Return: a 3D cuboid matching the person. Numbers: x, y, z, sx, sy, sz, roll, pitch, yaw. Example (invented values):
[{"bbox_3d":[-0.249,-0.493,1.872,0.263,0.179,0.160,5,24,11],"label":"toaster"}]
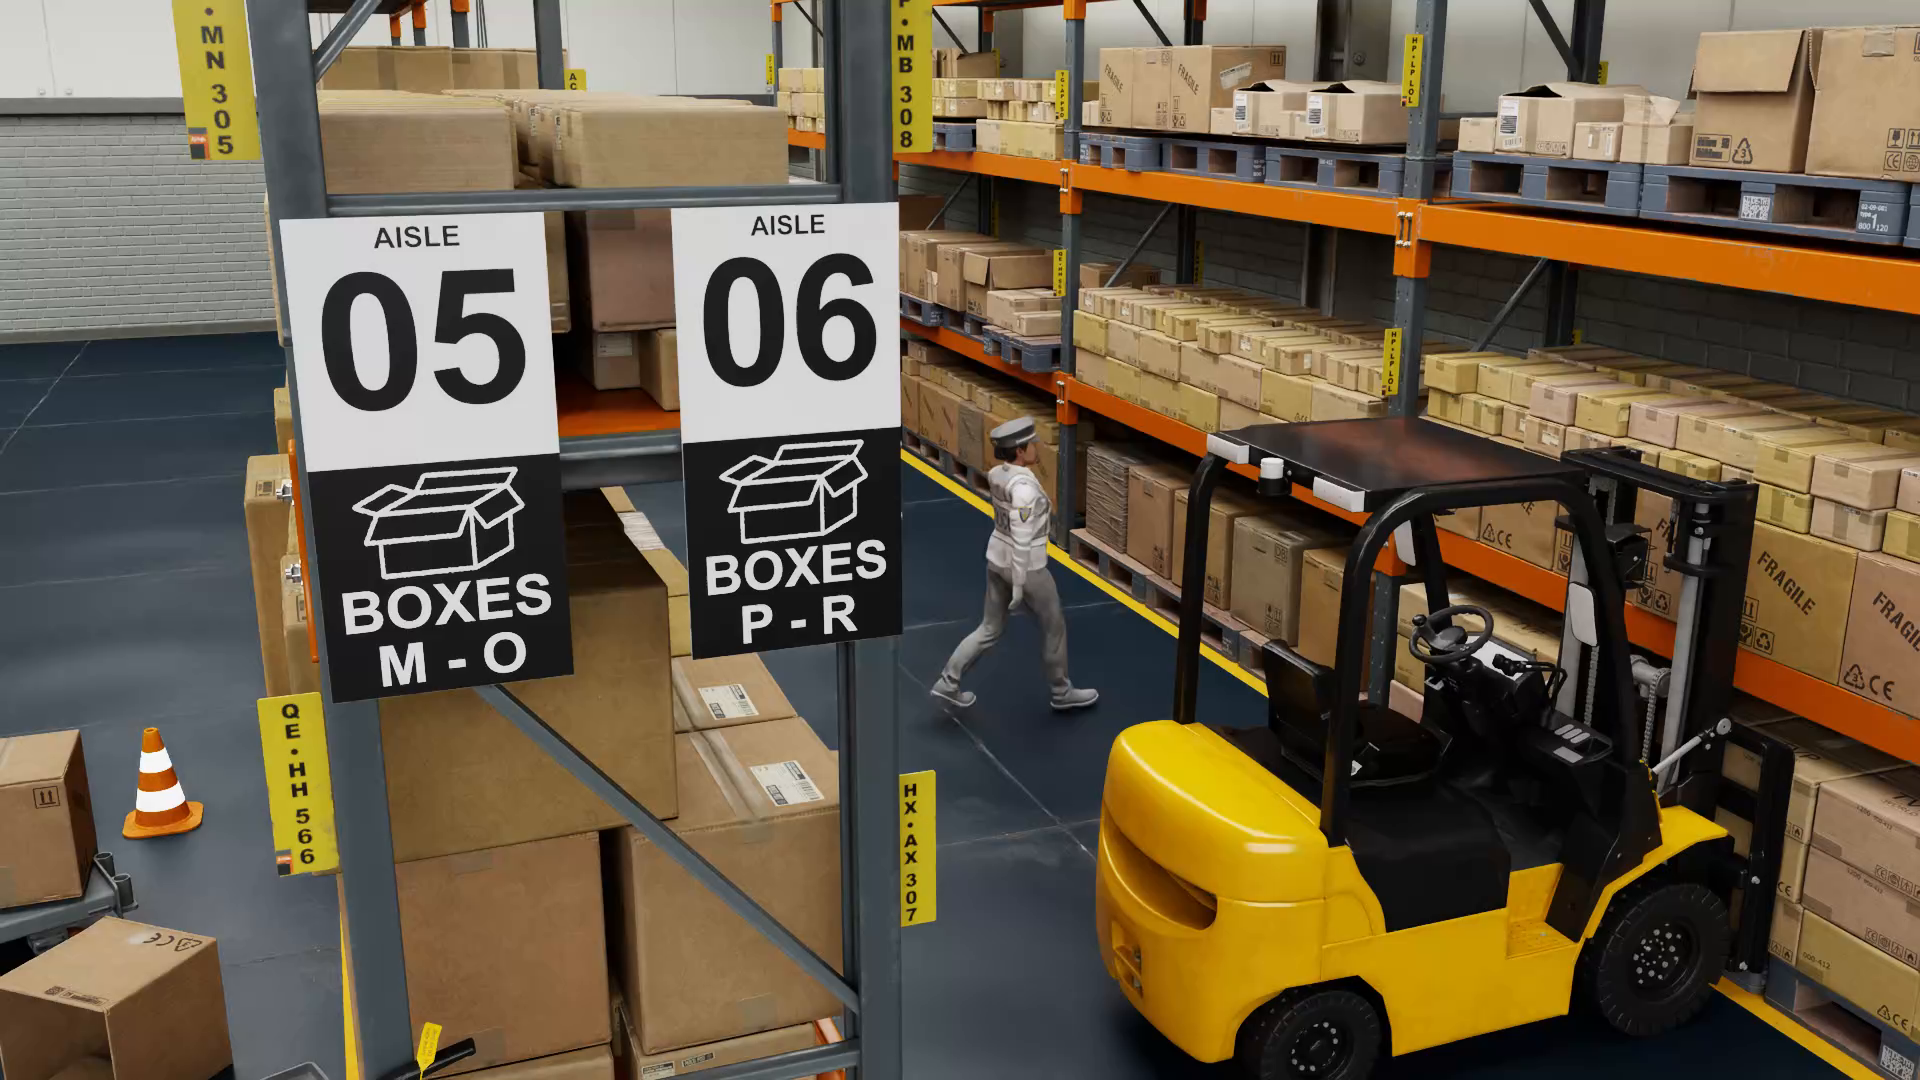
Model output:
[{"bbox_3d":[0.298,0.138,8.970,0.947,1.644,0.482,-8,18,-26],"label":"person"}]
